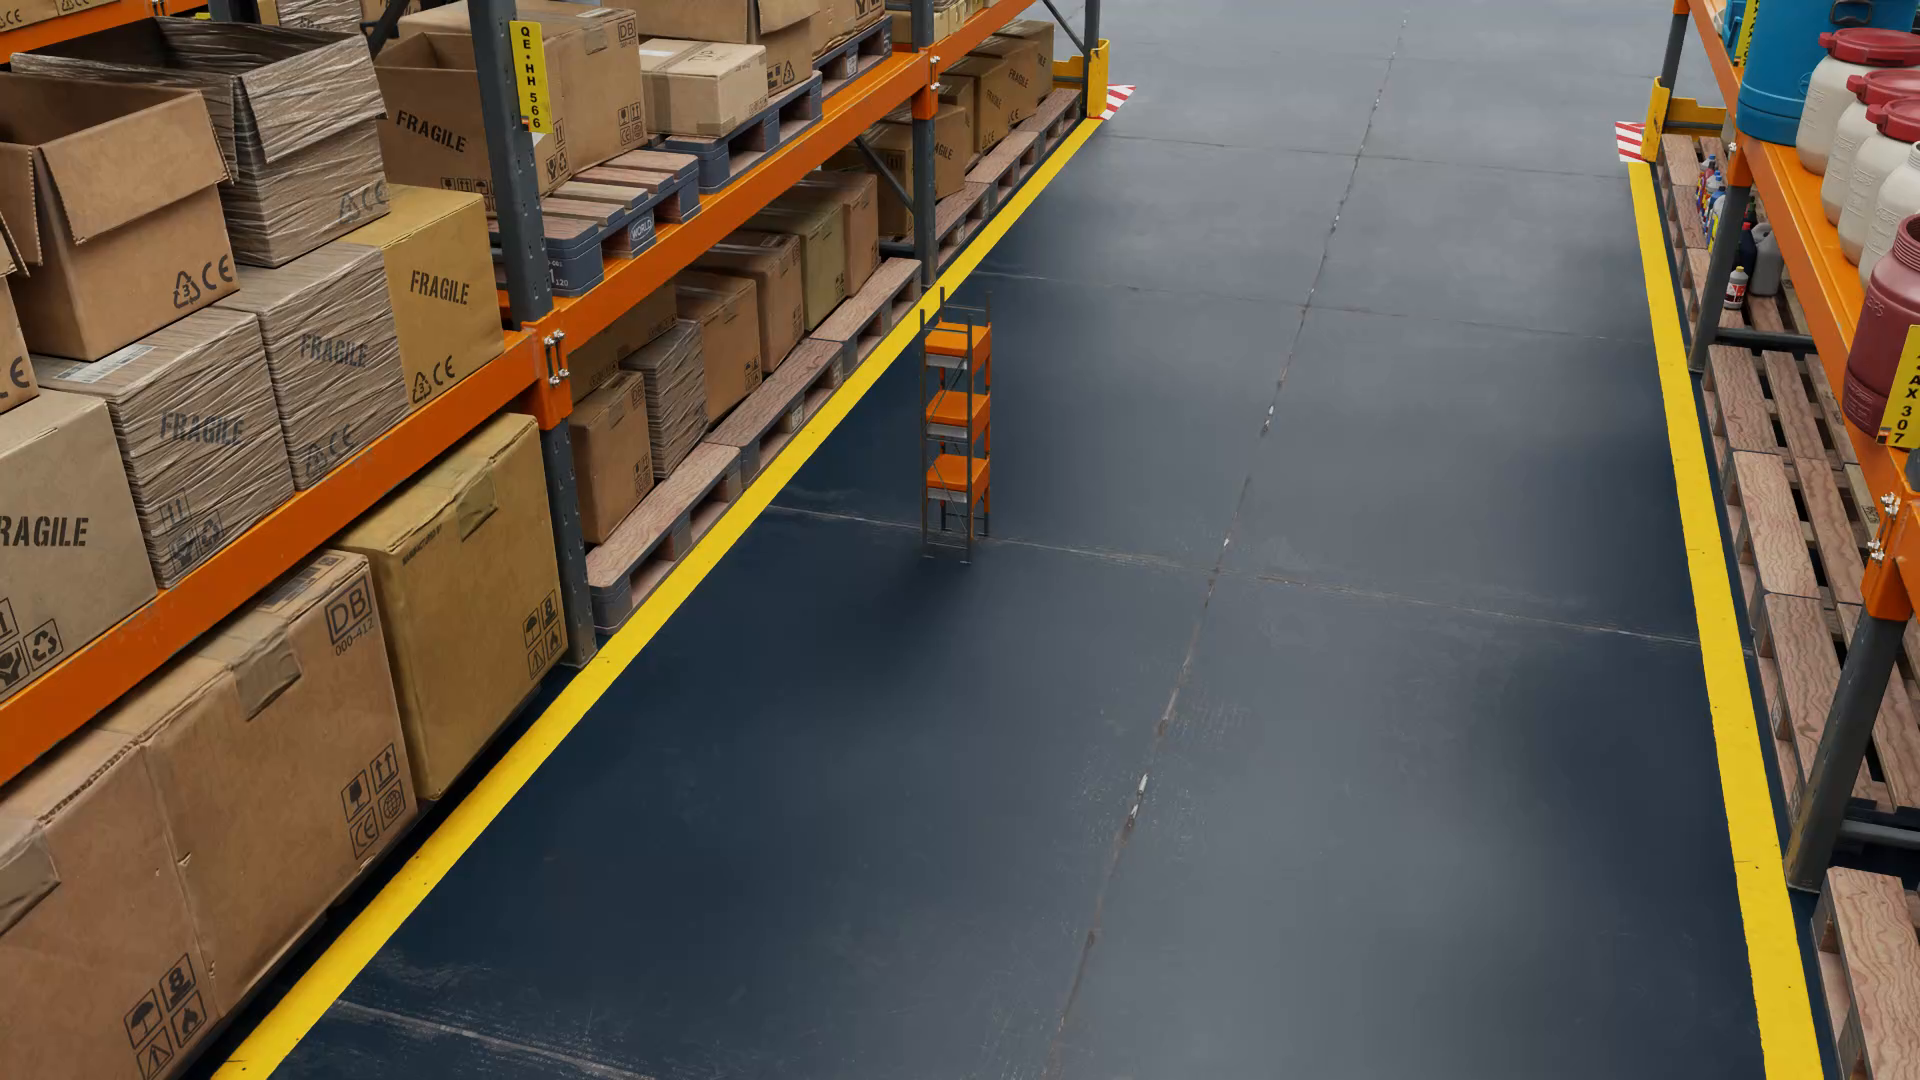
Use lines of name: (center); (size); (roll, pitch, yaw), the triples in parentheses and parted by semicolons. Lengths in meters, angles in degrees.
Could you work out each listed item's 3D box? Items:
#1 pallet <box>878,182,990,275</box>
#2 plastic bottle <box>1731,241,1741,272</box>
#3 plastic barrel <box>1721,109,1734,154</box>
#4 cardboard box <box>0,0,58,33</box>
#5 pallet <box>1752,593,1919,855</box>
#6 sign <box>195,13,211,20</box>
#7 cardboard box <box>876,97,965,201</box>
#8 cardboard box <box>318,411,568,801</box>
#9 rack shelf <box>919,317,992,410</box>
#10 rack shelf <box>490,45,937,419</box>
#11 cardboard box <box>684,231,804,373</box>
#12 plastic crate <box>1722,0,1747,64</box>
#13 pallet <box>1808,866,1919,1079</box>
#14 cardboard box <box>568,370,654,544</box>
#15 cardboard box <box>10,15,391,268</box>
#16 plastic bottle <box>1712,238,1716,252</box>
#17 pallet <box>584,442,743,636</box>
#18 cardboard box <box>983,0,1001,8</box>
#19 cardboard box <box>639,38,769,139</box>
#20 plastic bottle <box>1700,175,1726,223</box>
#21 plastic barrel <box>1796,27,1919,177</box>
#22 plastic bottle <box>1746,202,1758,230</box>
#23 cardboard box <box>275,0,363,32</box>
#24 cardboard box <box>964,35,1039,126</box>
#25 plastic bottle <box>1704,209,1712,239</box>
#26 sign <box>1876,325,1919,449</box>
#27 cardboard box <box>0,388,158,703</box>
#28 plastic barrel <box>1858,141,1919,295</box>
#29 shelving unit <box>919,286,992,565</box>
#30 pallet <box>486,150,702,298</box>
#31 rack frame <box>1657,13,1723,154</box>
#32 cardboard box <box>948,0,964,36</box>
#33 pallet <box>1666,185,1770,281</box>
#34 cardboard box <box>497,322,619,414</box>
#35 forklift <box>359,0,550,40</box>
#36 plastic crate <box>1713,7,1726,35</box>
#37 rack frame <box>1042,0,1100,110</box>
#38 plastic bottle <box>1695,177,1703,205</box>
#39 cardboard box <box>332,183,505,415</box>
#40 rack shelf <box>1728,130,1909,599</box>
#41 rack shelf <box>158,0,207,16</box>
pallet: (-0.467, -1.901, 9.950); (1.003, 0.211, 1.213); (8, 30, 15)
plastic bottle: (3.931, -1.372, 8.472); (0.061, 0.283, 0.133); (10, 31, 17)
plastic barrel: (5.159, -2.734, 10.707); (0.421, 0.512, 0.421); (0, 29, 0)
cardboard box: (-5.388, -3.085, 9.108); (0.500, 0.500, 0.500); (8, 30, 14)
pallet: (3.195, 0.627, 5.405); (1.003, 0.211, 1.213); (8, 30, 15)
sign: (-2.326, -1.488, 5.230); (0.100, 0.325, 0.005); (8, 30, 15)
cardboard box: (-0.314, -2.341, 10.012); (0.500, 0.500, 0.500); (19, 34, 30)
cardboard box: (-2.027, 0.119, 5.204); (1.225, 0.875, 0.875); (7, 30, 13)
rack shelf: (-0.016, -0.673, 6.317); (0.215, 0.259, 0.240); (8, 30, 15)
rack shelf: (-1.217, -1.559, 7.206); (1.077, 0.370, 4.000); (8, 30, 15)
cardboard box: (-1.153, -1.141, 7.834); (0.700, 0.500, 0.500); (6, 30, 11)
plastic crate: (4.170, -2.584, 8.462); (0.499, 0.251, 0.616); (8, 30, 15)
pallet: (2.739, 1.354, 4.099); (1.003, 0.211, 1.213); (8, 30, 15)
cardboard box: (-1.627, -0.358, 6.426); (0.700, 0.500, 0.500); (7, 30, 12)
cardboard box: (-2.034, -1.088, 4.486); (0.797, 0.503, 0.637); (10, 30, 17)
plastic bottle: (4.083, -1.612, 8.904); (0.061, 0.283, 0.133); (11, 31, 18)
pallet: (-1.573, -0.088, 6.691); (1.003, 0.211, 1.213); (8, 30, 15)
cardboard box: (0.030, -3.212, 9.697); (0.380, 0.149, 0.250); (8, 30, 15)
cardboard box: (-1.092, -1.808, 6.636); (0.500, 0.250, 0.500); (8, 30, 13)
plastic bottle: (4.319, -1.951, 9.525); (0.097, 0.271, 0.097); (0, 29, 0)
plastic barrel: (3.614, -1.742, 6.656); (0.433, 0.535, 0.433); (0, 29, 0)
plastic bottle: (4.275, -1.678, 9.022); (0.061, 0.283, 0.133); (8, 30, 15)
cardboard box: (-4.829, -3.514, 11.735); (0.875, 0.875, 0.875); (9, 30, 15)
cardboard box: (0.202, -3.182, 11.524); (0.500, 0.500, 0.500); (17, 33, 28)
plastic bottle: (4.229, -1.779, 9.287); (0.097, 0.201, 0.097); (0, 29, 0)
sign: (2.403, -0.383, 4.186); (0.100, 0.325, 0.005); (8, 30, 15)
cardboard box: (-2.164, -0.014, 3.586); (0.500, 0.500, 0.500); (9, 30, 16)
plastic barrel: (3.152, -0.990, 5.329); (0.421, 0.512, 0.421); (0, 29, 0)
shelving unit: (-0.016, -0.434, 6.450); (0.215, 1.050, 0.252); (8, 30, 15)
pallet: (-1.697, -1.206, 6.030); (1.213, 0.211, 1.003); (8, 30, 15)
rack frame: (5.279, -3.955, 10.773); (1.000, 3.000, 0.127); (8, 30, 15)
cardboard box: (-0.194, -2.864, 9.071); (0.380, 0.149, 0.250); (8, 30, 15)
pallet: (4.698, -1.752, 9.682); (1.003, 0.211, 1.213); (8, 30, 15)
cardboard box: (-1.636, -0.687, 6.246); (0.500, 0.250, 0.500); (10, 31, 17)
forklift: (-2.863, -2.673, 8.539); (3.031, 2.935, 1.130); (-3, 29, -6)
plastic crate: (4.339, -2.771, 8.917); (0.530, 0.136, 0.437); (8, 30, 15)
rack frame: (0.544, -4.661, 12.044); (1.000, 3.000, 0.127); (8, 30, 15)
plastic bottle: (4.418, -2.078, 9.825); (0.097, 0.201, 0.097); (0, 29, 0)
cardboard box: (-1.712, -0.723, 4.860); (0.500, 0.500, 0.500); (9, 30, 16)
rack shelf: (3.518, -0.852, 5.936); (1.077, 0.370, 4.000); (8, 30, 15)
rack shelf: (-4.755, -4.172, 11.904); (1.077, 0.370, 4.000); (8, 30, 15)
